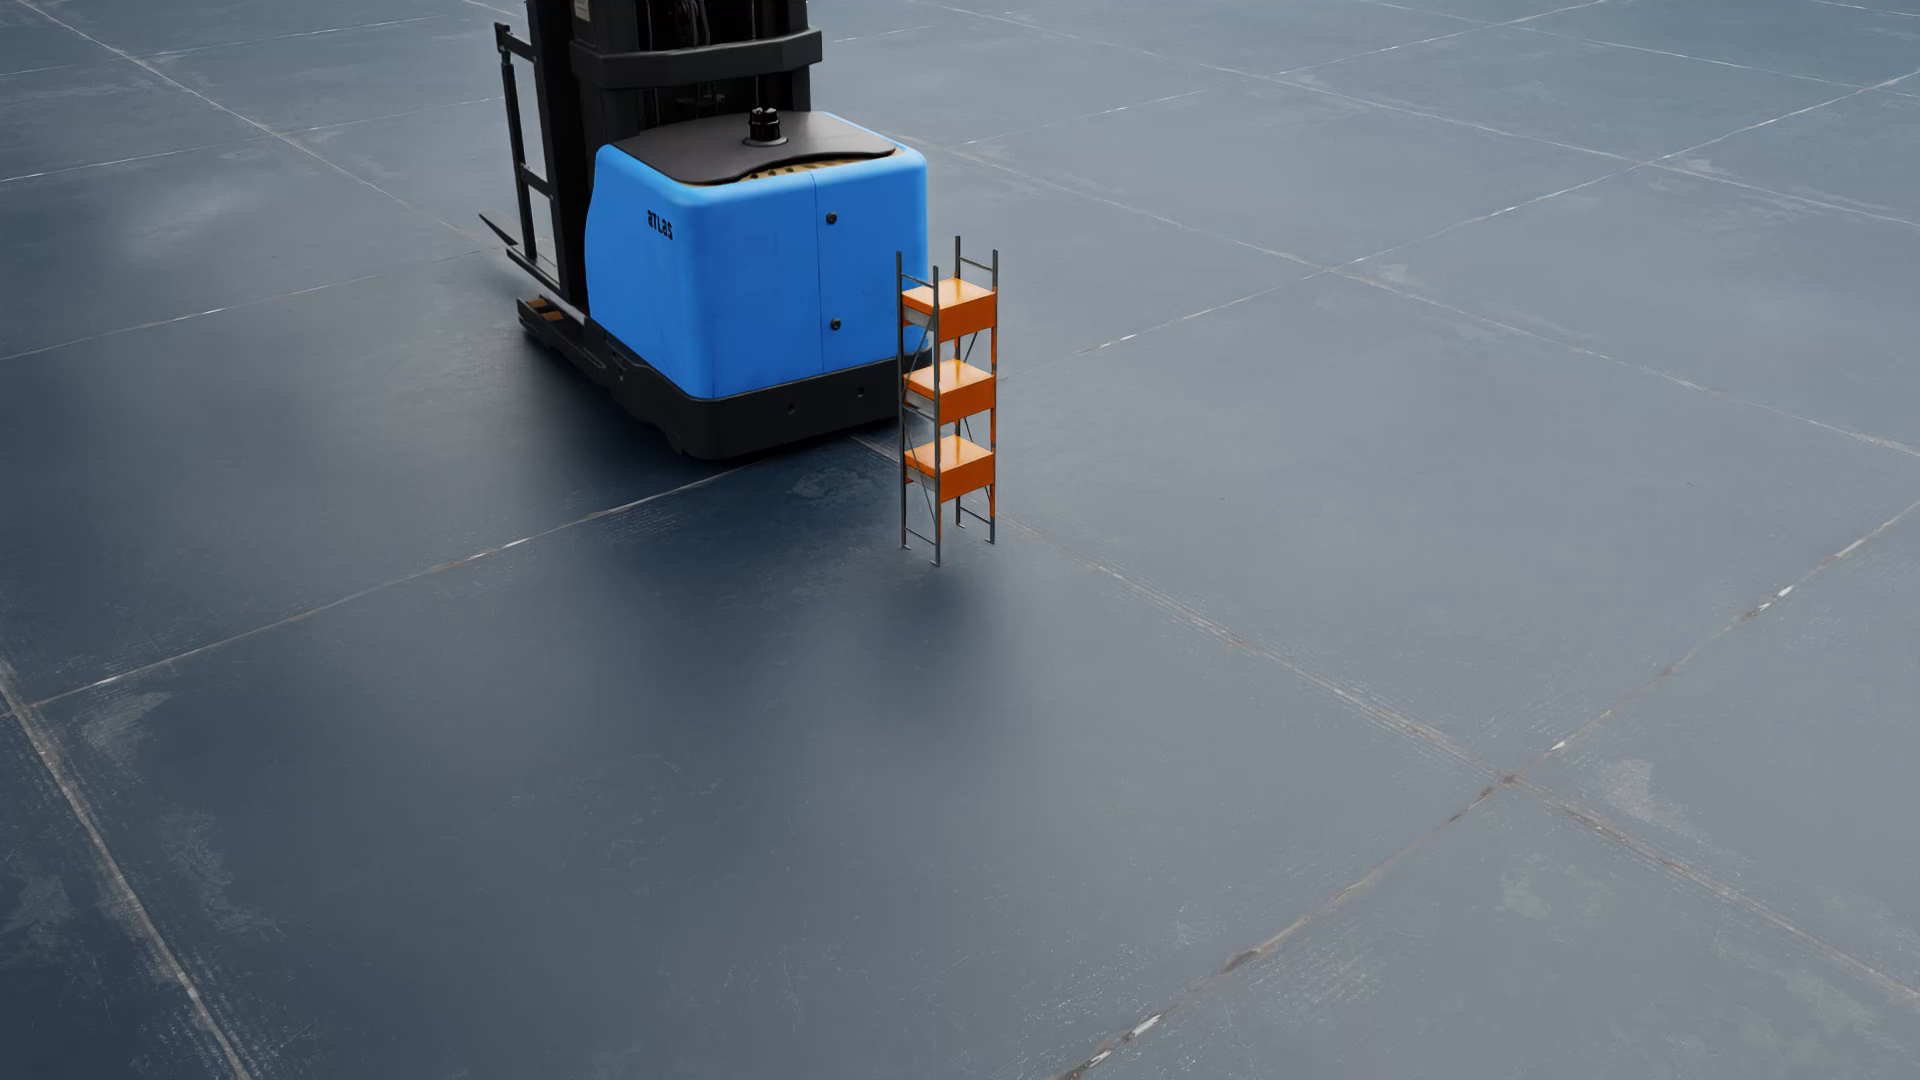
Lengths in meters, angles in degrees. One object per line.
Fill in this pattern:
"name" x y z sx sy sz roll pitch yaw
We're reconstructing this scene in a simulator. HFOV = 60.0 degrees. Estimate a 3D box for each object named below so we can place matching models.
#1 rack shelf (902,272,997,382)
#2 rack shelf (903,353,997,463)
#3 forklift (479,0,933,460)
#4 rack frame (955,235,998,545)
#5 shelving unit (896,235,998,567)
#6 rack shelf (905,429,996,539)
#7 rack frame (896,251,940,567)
"rack shelf" -0.041 -0.688 5.343 0.240 0.259 0.215 -22 35 -35
"rack shelf" -0.041 -0.437 5.477 0.240 0.259 0.215 -22 35 -35
"forklift" -1.325 -2.239 6.830 1.130 2.935 3.031 -17 32 -28
"rack frame" 0.052 -0.484 5.542 0.008 1.050 0.200 -22 35 -35
"shelving unit" -0.041 -0.447 5.472 0.252 1.050 0.215 -22 35 -35
"rack shelf" -0.041 -0.192 5.608 0.240 0.259 0.215 -22 35 -35
"rack frame" -0.134 -0.409 5.402 0.008 1.050 0.200 -22 35 -35
